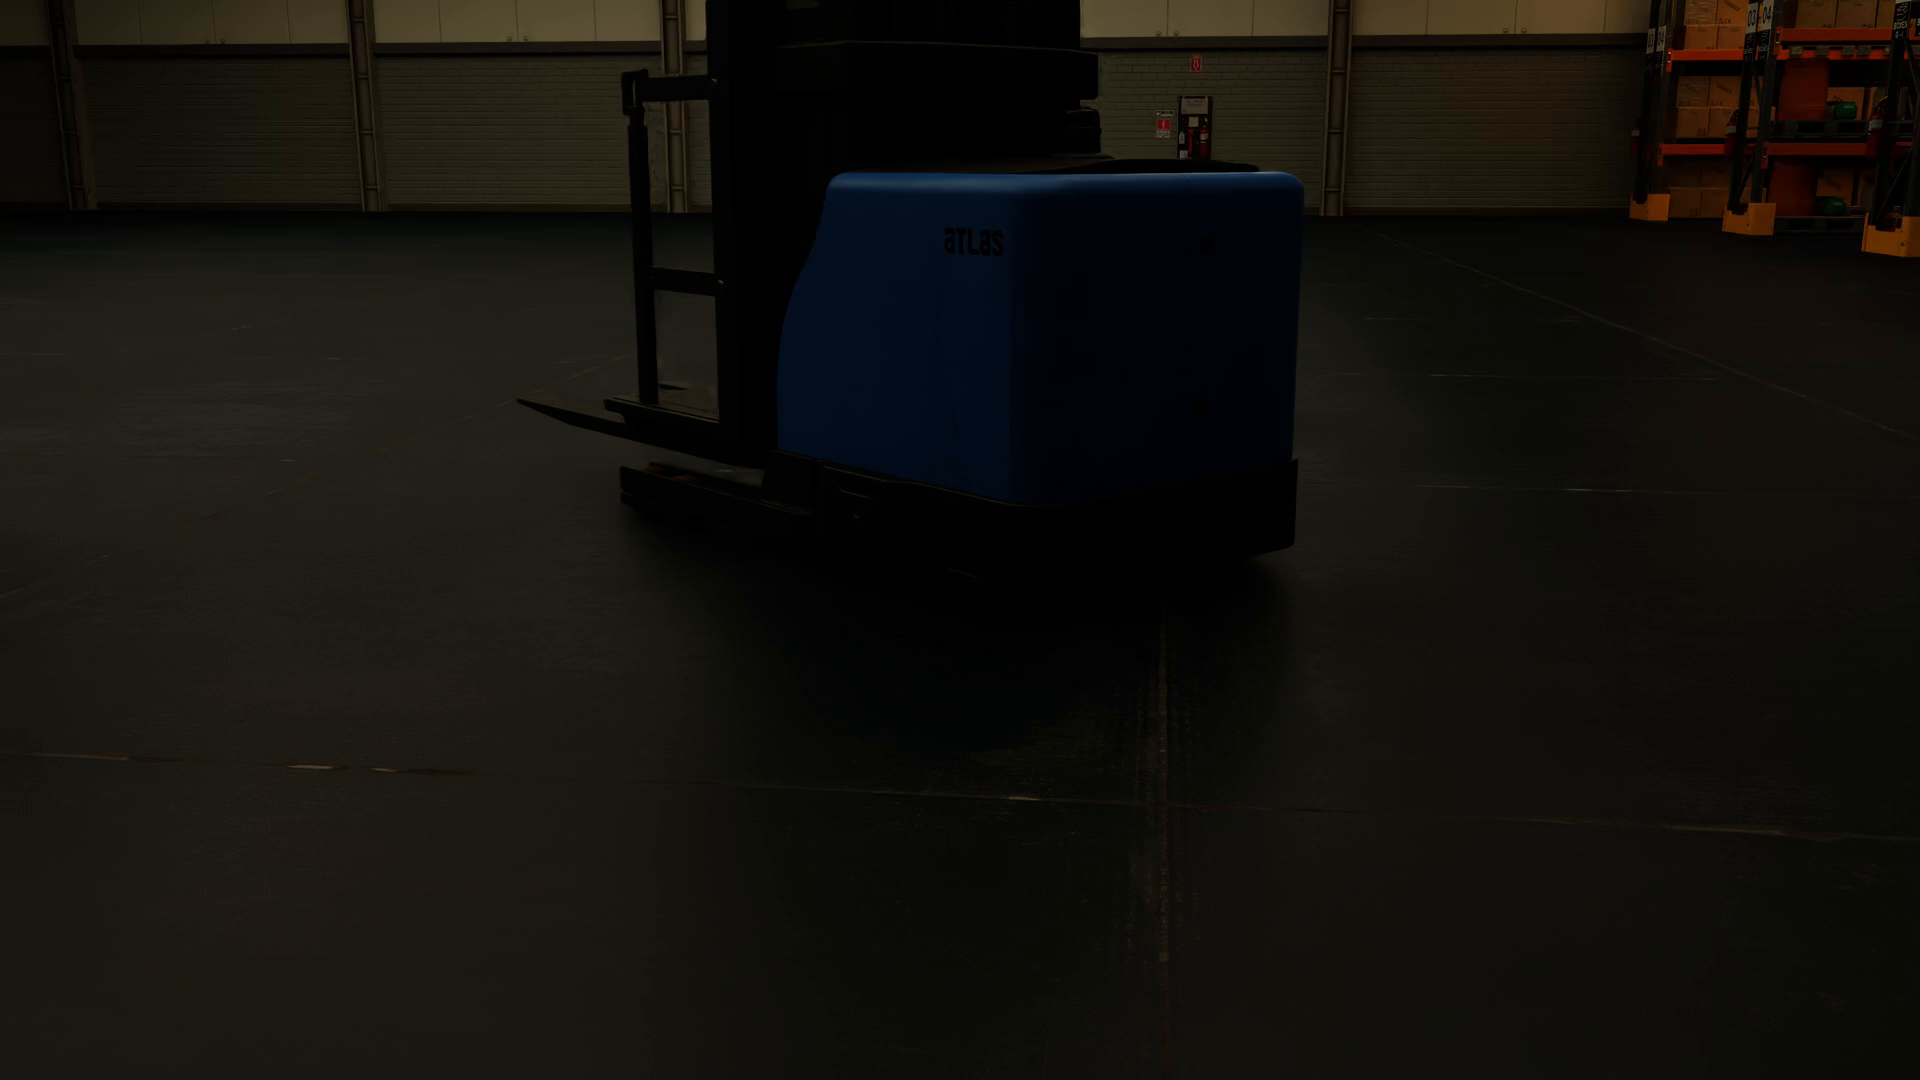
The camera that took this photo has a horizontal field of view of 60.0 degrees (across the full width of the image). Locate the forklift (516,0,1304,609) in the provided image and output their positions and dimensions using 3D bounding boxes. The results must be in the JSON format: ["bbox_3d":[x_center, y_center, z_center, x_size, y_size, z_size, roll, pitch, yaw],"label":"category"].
[{"bbox_3d":[-0.423,-1.532,5.059,1.130,2.935,3.031,-11,17,-40],"label":"forklift"}]
